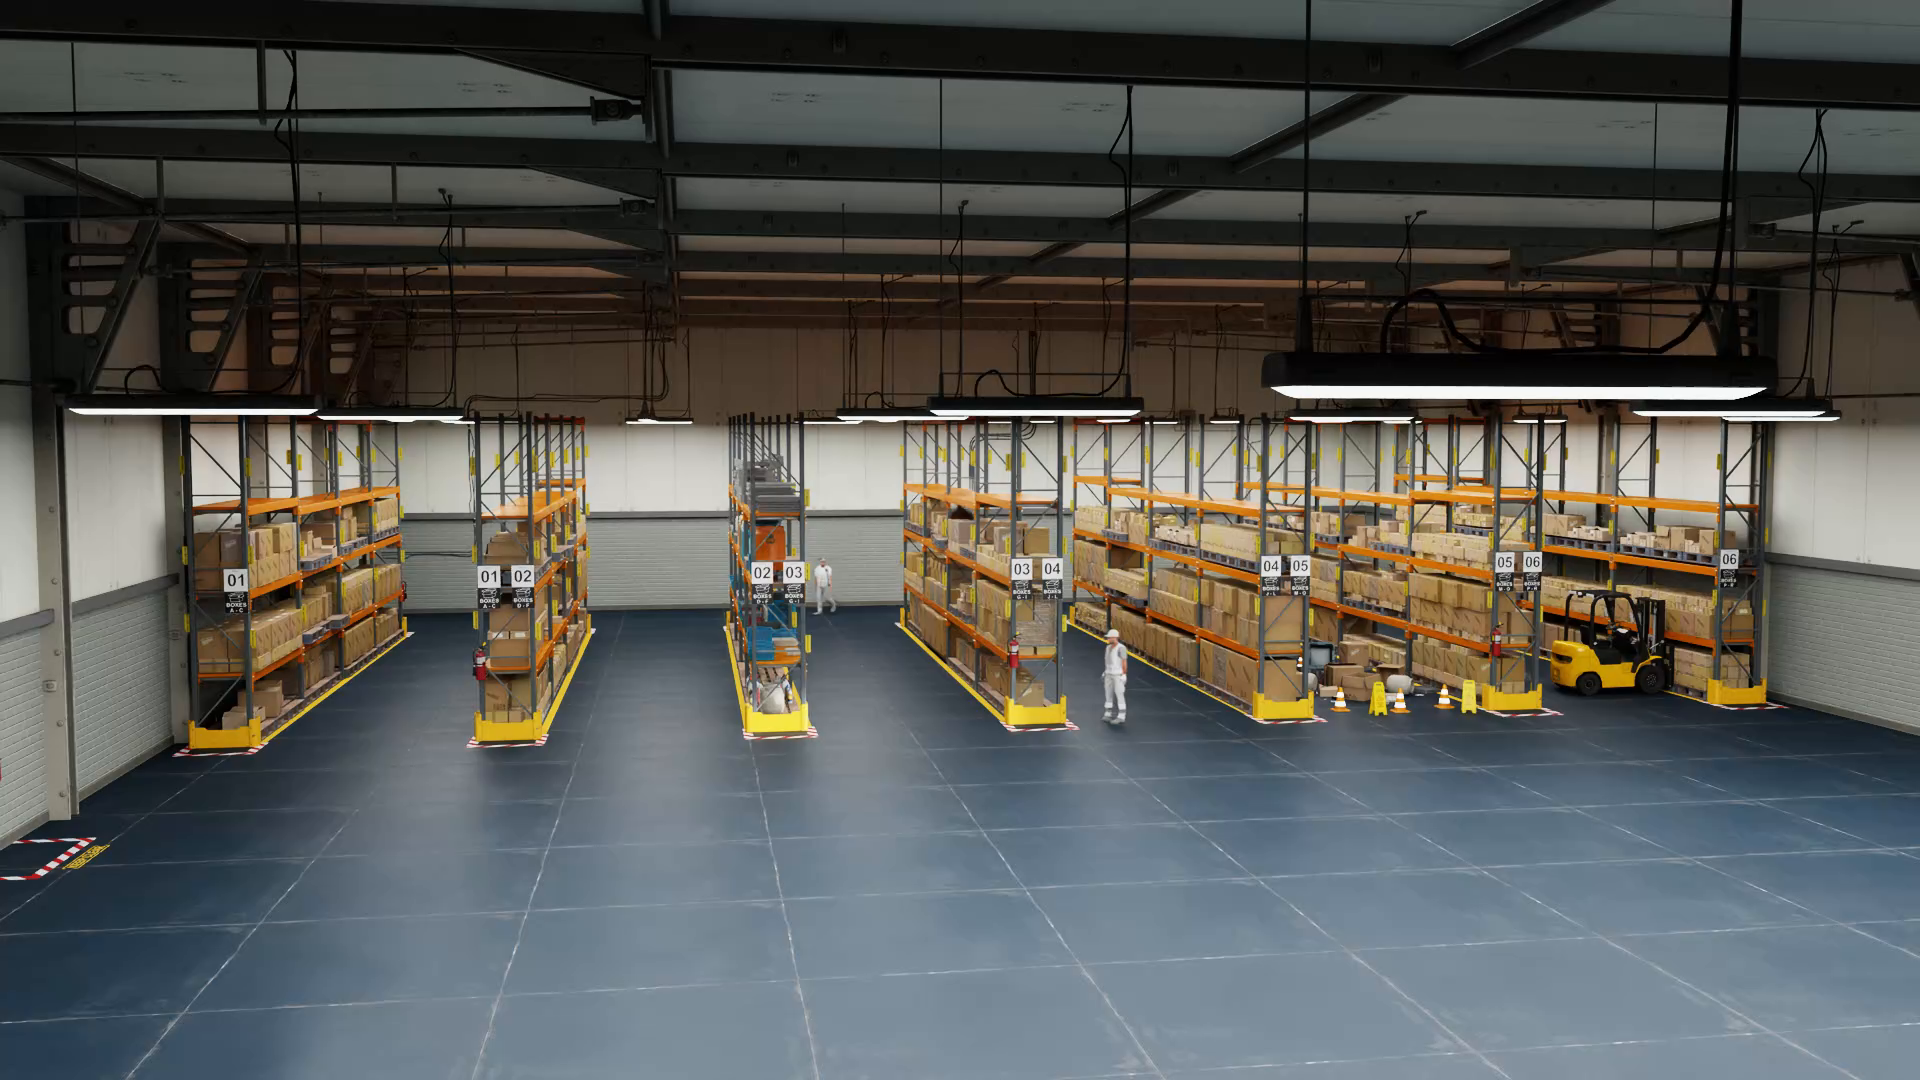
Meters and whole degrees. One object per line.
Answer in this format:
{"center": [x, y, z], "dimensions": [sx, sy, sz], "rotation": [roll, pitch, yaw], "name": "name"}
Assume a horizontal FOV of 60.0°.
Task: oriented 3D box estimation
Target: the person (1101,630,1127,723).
{"center": [2.956, 2.628, 32.236], "dimensions": [0.419, 1.791, 0.591], "rotation": [-4, 5, -43], "name": "person"}

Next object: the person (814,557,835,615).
{"center": [-4.178, 1.394, 50.742], "dimensions": [0.538, 1.750, 0.764], "rotation": [2, 4, 25], "name": "person"}

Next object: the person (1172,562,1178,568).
{"center": [6.530, 1.471, 50.265], "dimensions": [0.759, 1.636, 0.462], "rotation": [-1, 4, -11], "name": "person"}
